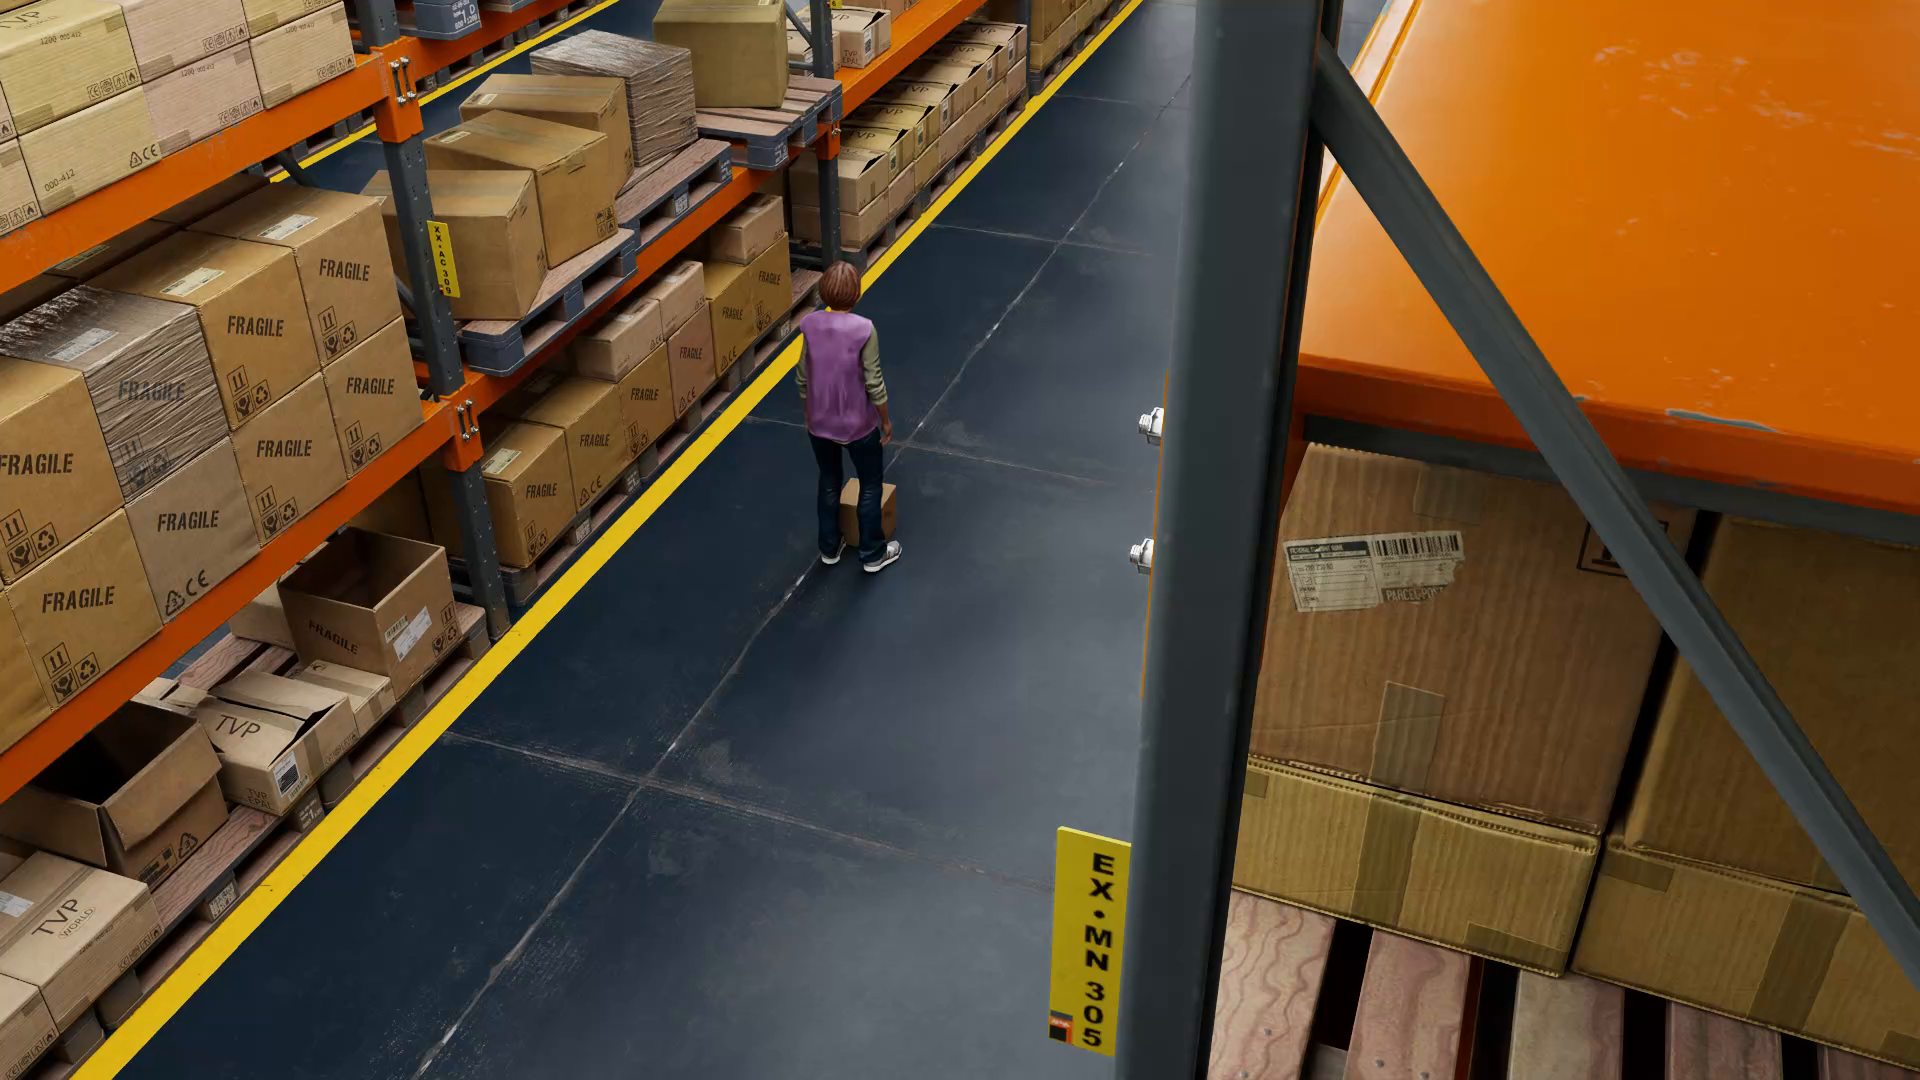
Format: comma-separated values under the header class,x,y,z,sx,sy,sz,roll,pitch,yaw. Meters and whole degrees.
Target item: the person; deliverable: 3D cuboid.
class,x,y,z,sx,sy,sz,roll,pitch,yaw
person,-0.554,-0.560,8.001,0.459,1.581,0.347,11,35,17
